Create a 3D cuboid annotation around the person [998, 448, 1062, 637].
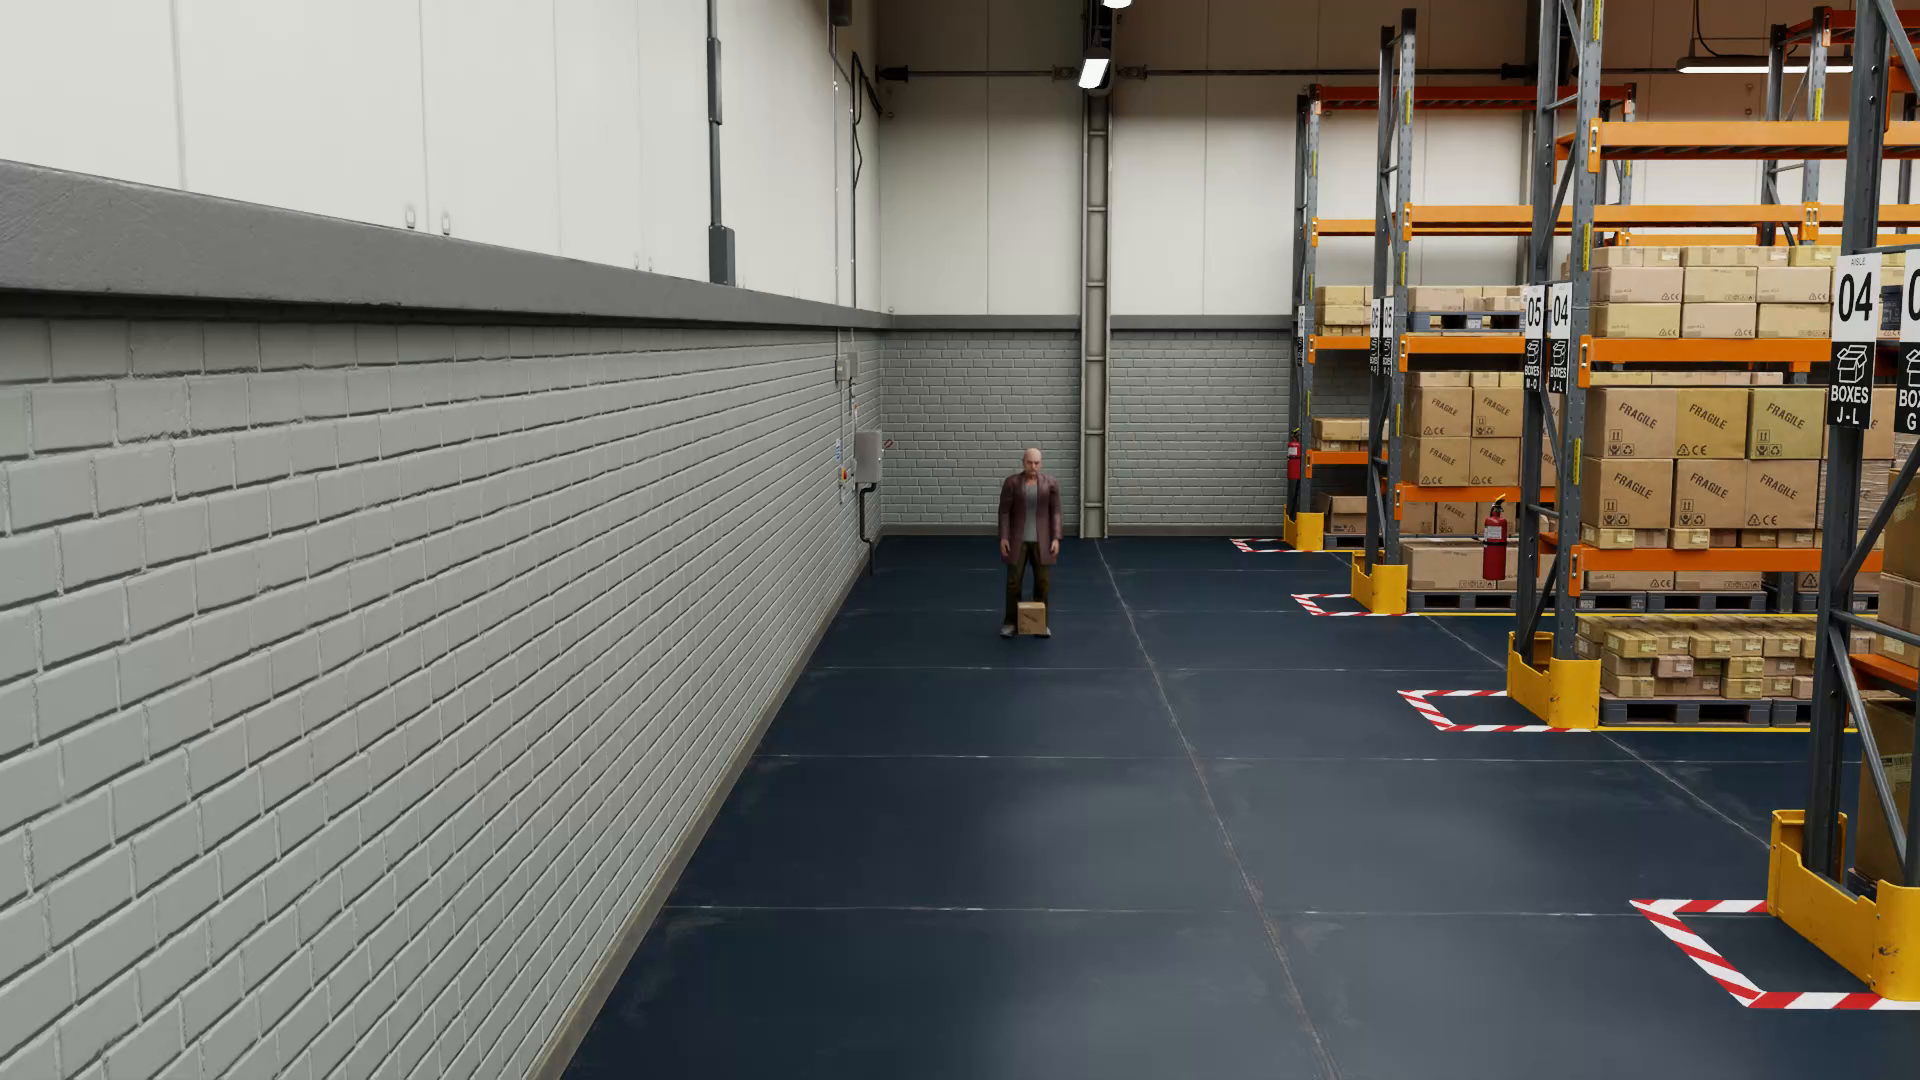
[{"bbox_3d":[0.659,0.017,15.682,0.612,1.774,0.426,0,7,-1],"label":"person"}]
